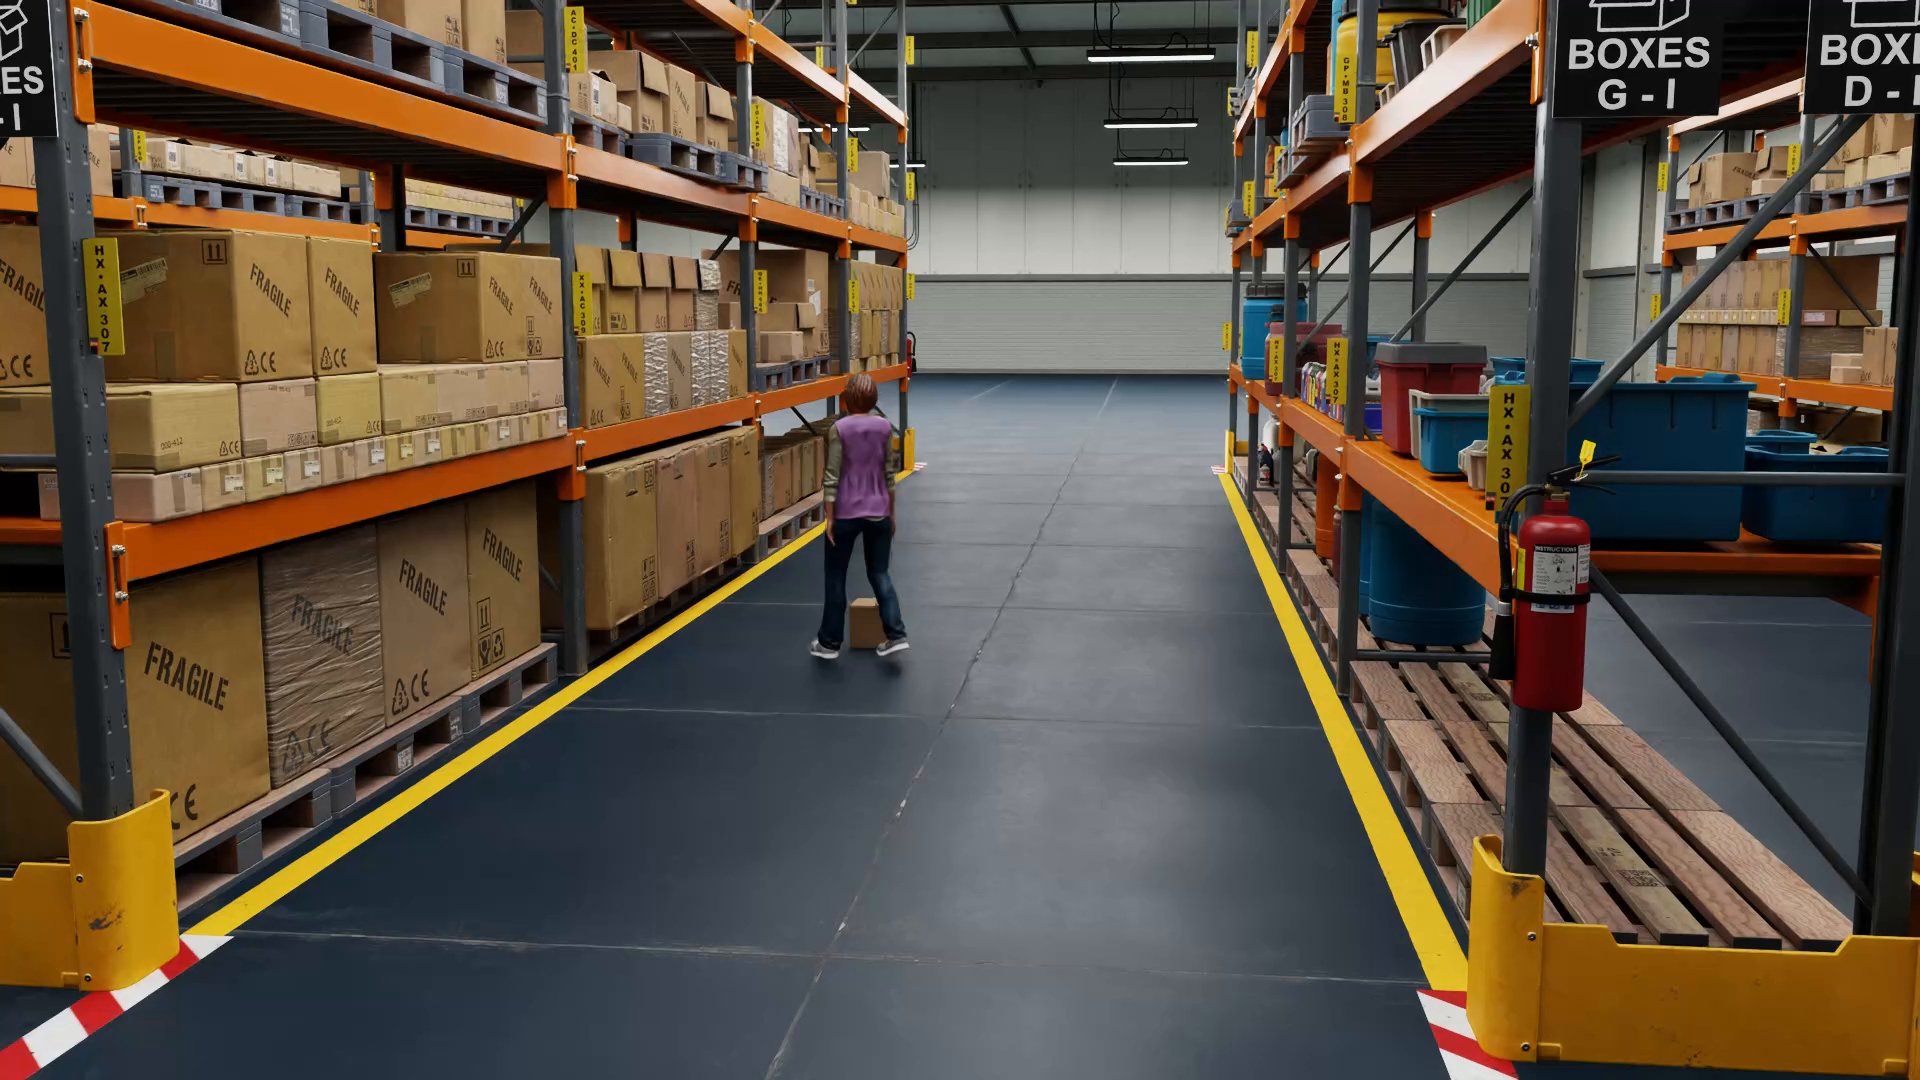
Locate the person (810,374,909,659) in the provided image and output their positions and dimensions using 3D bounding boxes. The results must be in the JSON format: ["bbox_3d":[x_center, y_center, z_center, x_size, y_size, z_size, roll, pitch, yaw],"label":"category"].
[{"bbox_3d":[-0.560,-0.114,9.149,0.437,1.571,0.593,-3,8,-21],"label":"person"}]
